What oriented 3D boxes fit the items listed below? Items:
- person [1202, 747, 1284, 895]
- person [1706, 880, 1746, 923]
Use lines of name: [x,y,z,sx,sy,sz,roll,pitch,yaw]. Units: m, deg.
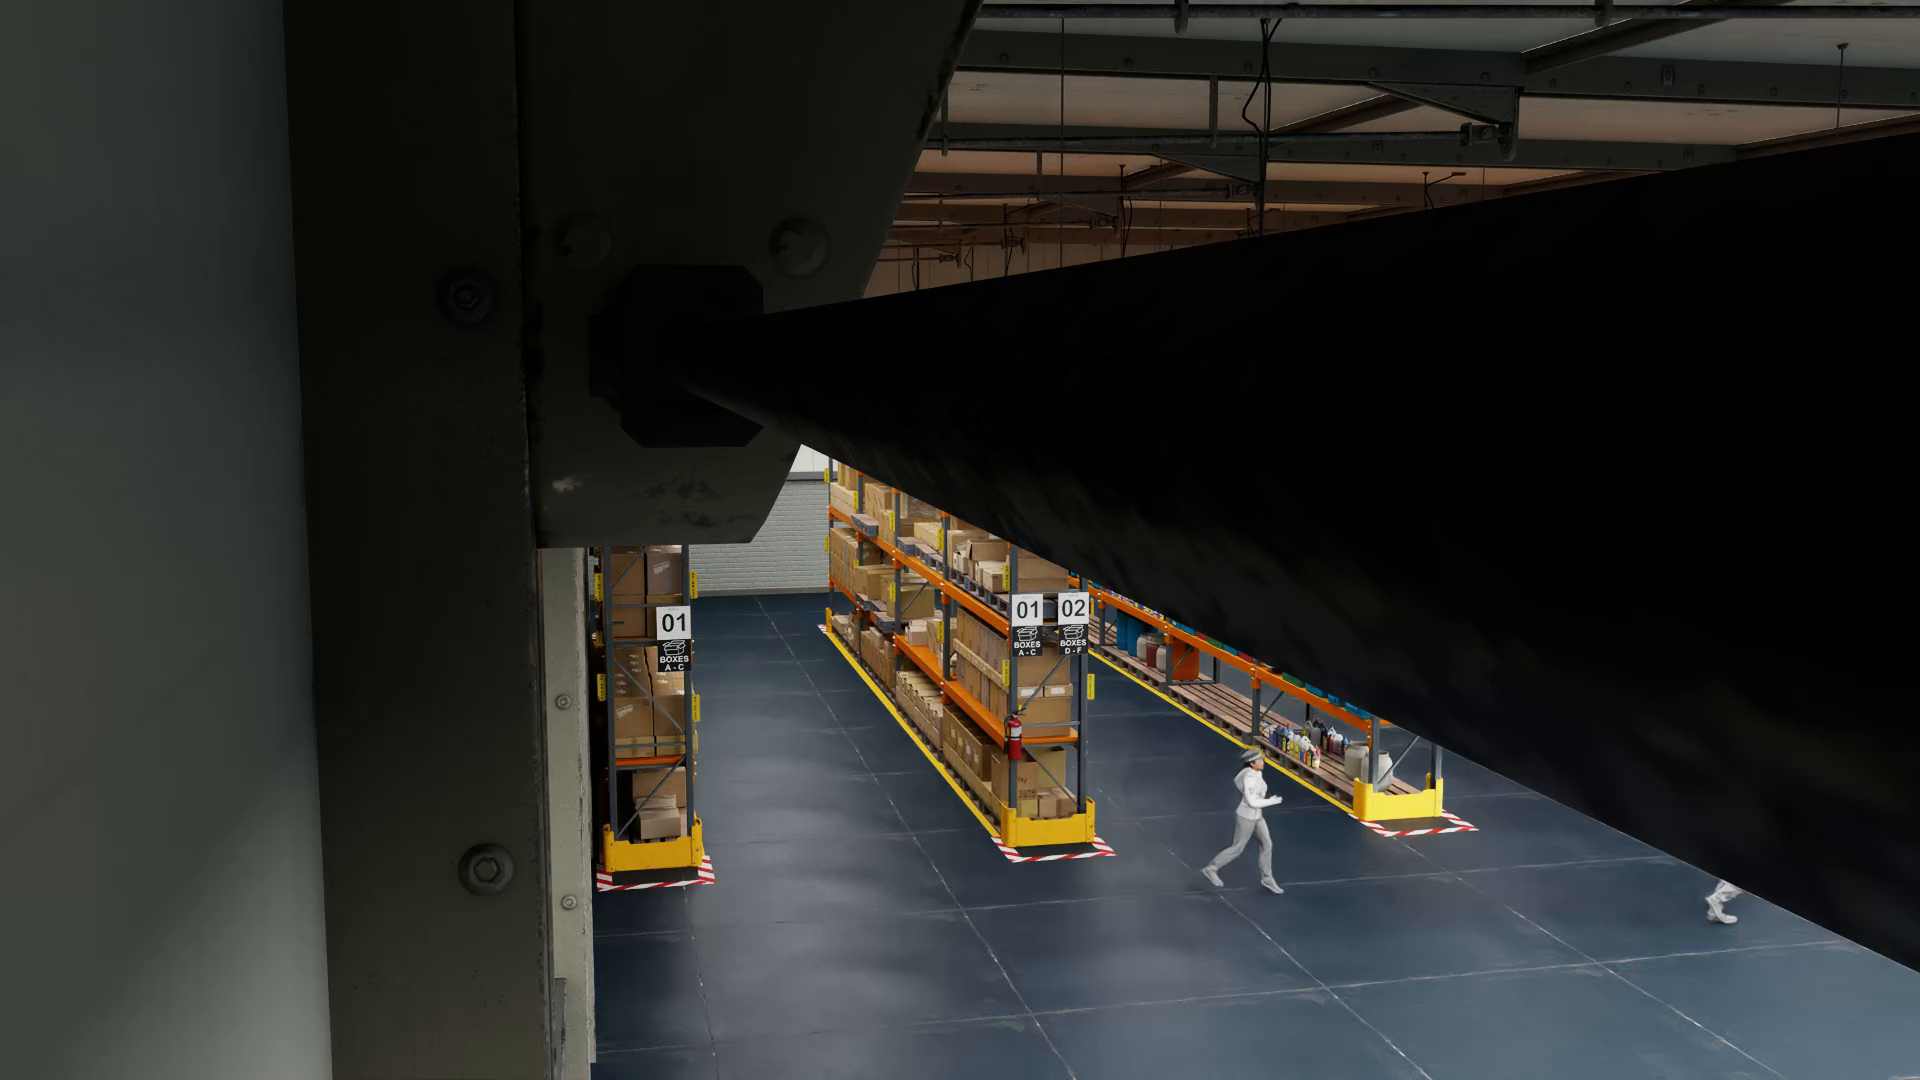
person: [3.285,3.220,19.182,0.913,1.732,0.620,2,7,19]
person: [8.452,3.315,18.128,0.581,1.744,0.690,1,7,12]
